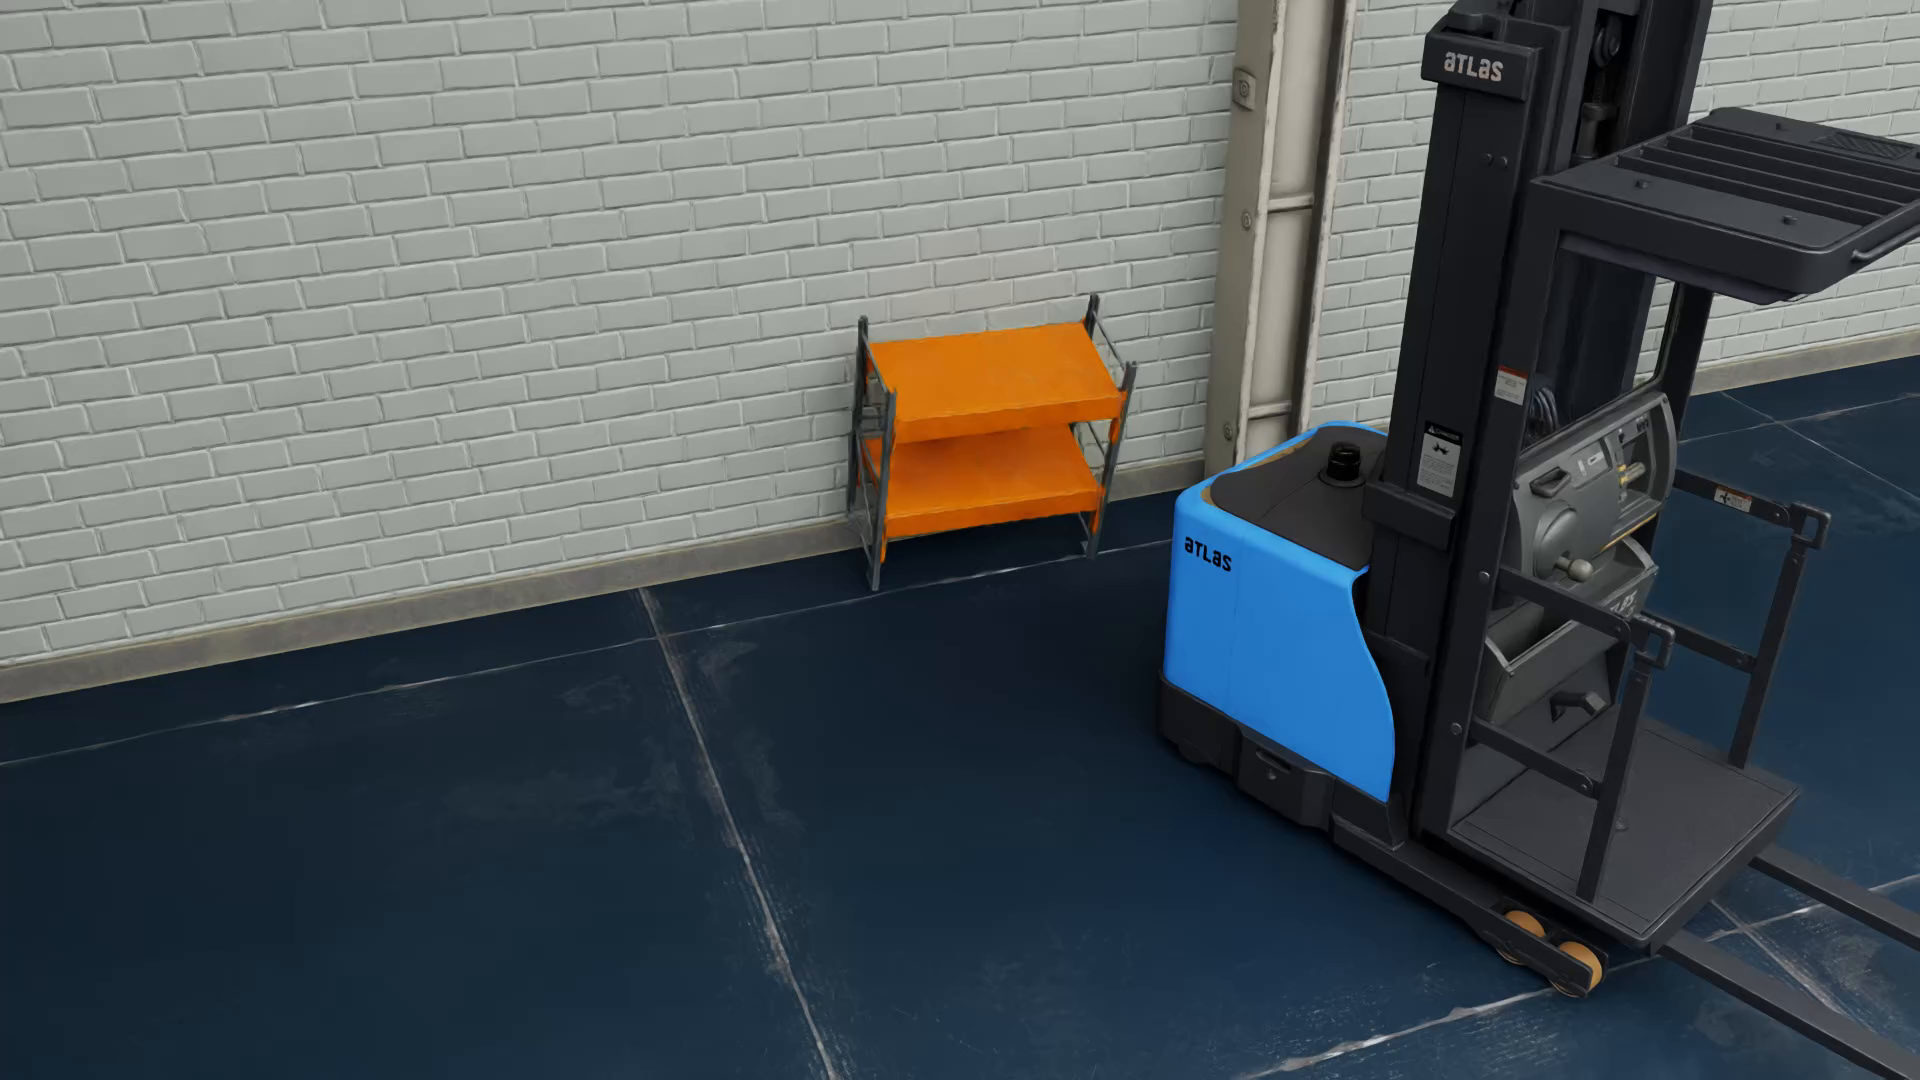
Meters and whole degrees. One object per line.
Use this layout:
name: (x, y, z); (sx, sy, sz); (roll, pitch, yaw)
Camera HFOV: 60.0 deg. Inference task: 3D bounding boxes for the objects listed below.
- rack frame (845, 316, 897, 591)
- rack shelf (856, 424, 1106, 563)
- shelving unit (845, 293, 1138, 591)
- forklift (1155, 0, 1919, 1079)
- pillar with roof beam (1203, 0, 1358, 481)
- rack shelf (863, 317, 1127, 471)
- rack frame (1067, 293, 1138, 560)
rack frame: (-0.385, -0.350, 7.062); (0.032, 1.125, 0.500); (-8, 47, -16)
rack shelf: (0.075, -0.244, 7.370); (1.000, 0.278, 0.538); (-8, 47, -16)
shelving unit: (0.100, -0.417, 7.198); (1.048, 1.125, 0.538); (-8, 47, -16)
forklift: (2.108, -0.126, 5.010); (1.130, 2.935, 3.031); (-24, 38, -36)
pillar with roof beam: (2.932, -2.165, 2.460); (0.400, 9.000, 9.100); (-10, 31, -18)
rack shelf: (0.129, -0.623, 6.993); (1.000, 0.278, 0.538); (-8, 47, -16)
rack frame: (0.585, -0.484, 7.335); (0.032, 1.125, 0.500); (-8, 47, -16)
